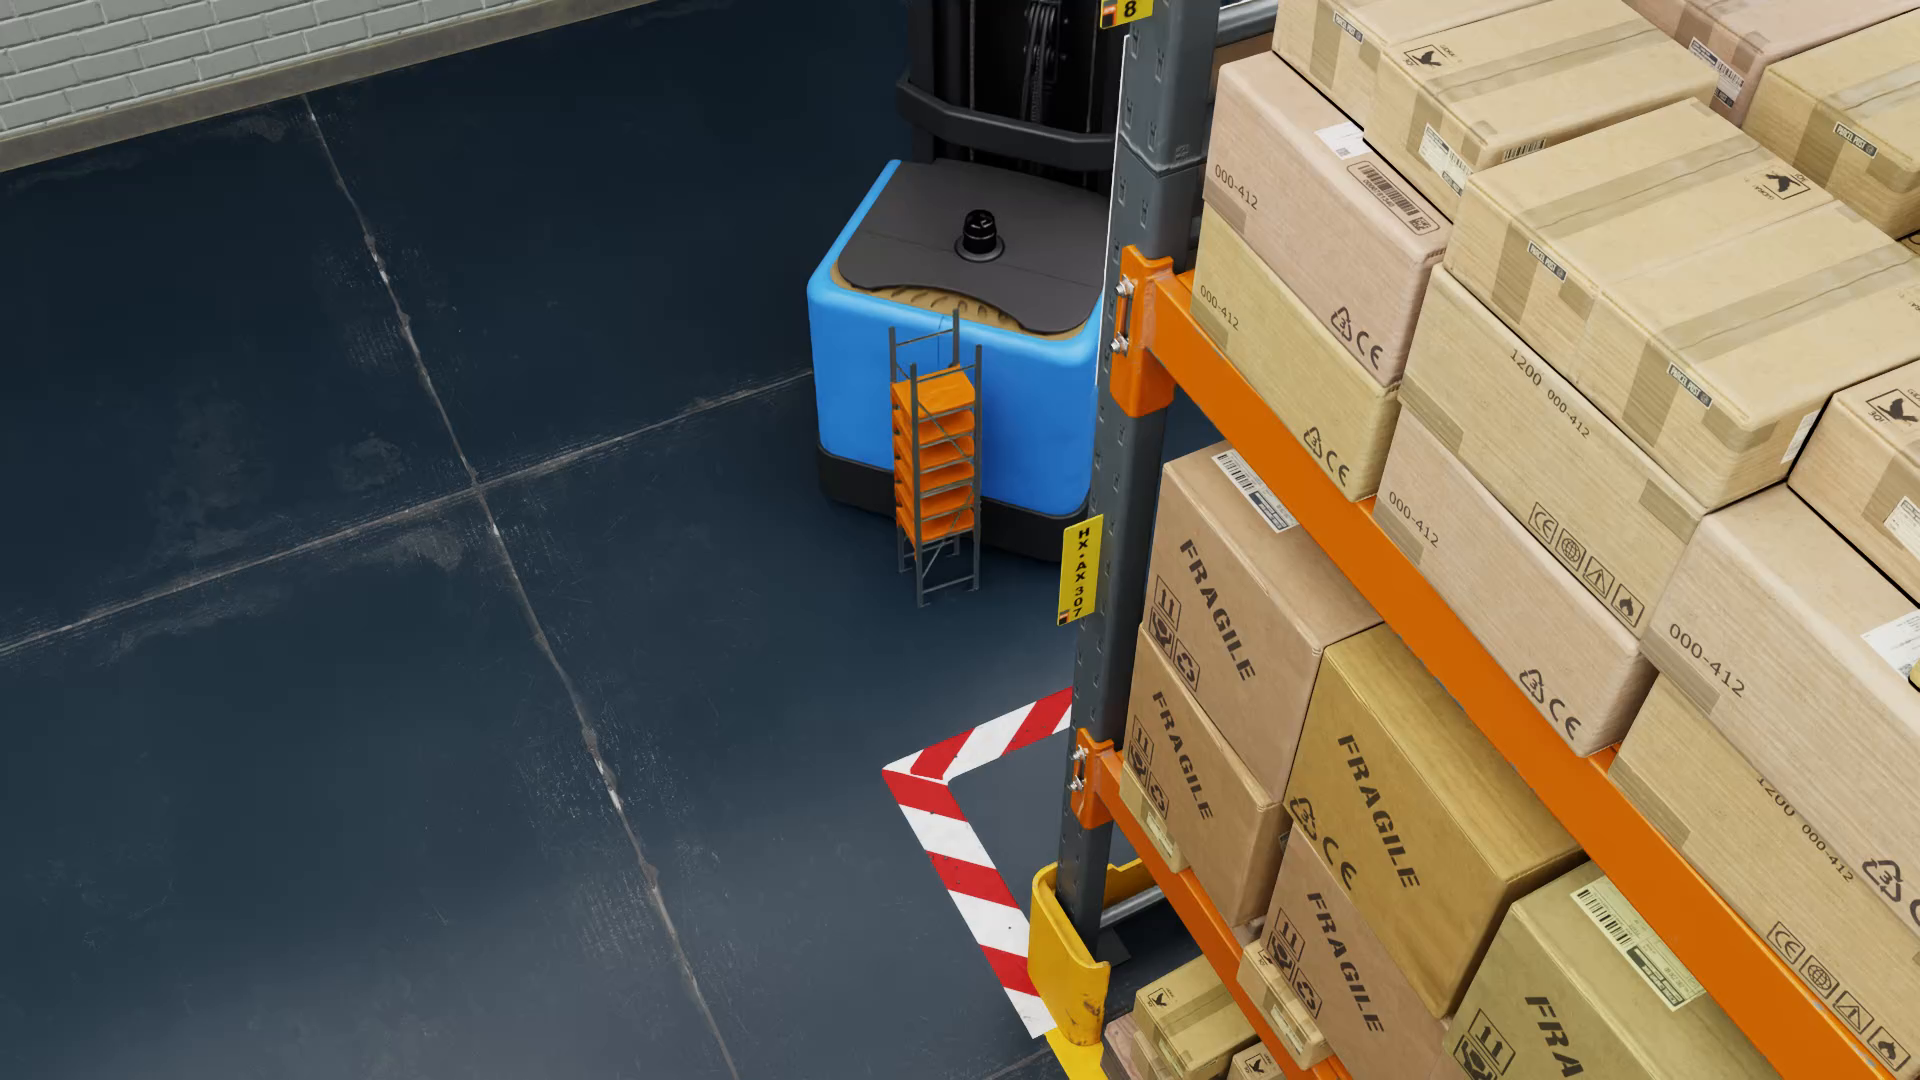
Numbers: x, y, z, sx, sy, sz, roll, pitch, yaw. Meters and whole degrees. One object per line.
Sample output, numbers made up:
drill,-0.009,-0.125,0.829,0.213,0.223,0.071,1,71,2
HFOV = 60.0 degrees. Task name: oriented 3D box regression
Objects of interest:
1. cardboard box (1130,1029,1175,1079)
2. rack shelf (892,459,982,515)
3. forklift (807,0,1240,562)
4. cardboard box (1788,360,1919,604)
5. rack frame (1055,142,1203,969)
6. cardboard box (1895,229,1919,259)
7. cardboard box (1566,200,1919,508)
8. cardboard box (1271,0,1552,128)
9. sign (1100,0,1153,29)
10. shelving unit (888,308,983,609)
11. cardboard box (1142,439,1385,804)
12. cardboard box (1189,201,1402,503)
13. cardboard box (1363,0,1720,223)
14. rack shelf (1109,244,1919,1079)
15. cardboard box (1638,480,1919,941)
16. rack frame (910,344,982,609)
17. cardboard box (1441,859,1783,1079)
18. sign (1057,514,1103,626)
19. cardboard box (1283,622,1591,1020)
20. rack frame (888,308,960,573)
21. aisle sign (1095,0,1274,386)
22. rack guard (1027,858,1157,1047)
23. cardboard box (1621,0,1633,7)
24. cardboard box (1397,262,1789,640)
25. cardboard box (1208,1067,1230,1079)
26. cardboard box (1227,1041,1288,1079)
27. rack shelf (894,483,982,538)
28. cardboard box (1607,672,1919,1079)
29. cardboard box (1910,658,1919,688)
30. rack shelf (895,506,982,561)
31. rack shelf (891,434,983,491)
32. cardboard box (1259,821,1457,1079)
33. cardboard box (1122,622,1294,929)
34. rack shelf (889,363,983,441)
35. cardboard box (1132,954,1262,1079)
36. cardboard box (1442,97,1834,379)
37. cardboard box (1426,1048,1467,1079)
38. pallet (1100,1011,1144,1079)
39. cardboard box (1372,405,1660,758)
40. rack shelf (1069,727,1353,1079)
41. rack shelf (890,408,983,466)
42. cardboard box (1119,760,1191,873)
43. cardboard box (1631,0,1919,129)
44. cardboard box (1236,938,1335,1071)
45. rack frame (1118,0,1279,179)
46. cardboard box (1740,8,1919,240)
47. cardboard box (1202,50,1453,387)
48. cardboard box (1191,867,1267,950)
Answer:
cardboard box,0.701,1.427,4.624,0.380,0.149,0.250,-20,52,-17
rack shelf,-0.078,-0.216,5.701,0.258,0.103,0.180,-18,51,-15
forklift,0.464,-2.018,6.068,1.130,2.935,3.031,16,51,14
cardboard box,1.174,-0.090,1.846,0.380,0.149,0.250,-20,52,-17
rack frame,0.746,0.166,4.112,1.000,3.000,0.127,-21,52,-18
cardboard box,1.418,-0.374,2.359,0.500,0.250,0.500,-22,53,-18
cardboard box,0.963,-0.226,1.965,0.380,0.149,0.250,-21,52,-17
cardboard box,0.692,-0.773,2.443,0.380,0.149,0.250,-22,52,-18
sign,0.264,-0.922,2.490,0.100,0.325,0.005,-21,52,-18
shelving unit,-0.078,-0.245,5.667,0.258,1.200,0.189,-18,51,-15
cardboard box,0.716,0.098,3.243,0.500,0.500,0.500,-21,52,-18
cardboard box,0.724,-0.384,2.699,0.500,0.250,0.500,-19,52,-16
cardboard box,0.793,-0.596,2.288,0.380,0.149,0.250,-19,52,-16
rack shelf,1.661,0.754,2.083,1.077,0.370,4.000,-21,52,-18
cardboard box,1.176,0.138,1.911,0.500,0.250,0.500,-21,52,-17
rack frame,-0.043,-0.182,5.612,0.240,1.200,0.006,-18,51,-15
cardboard box,1.170,0.789,2.638,0.500,0.500,0.500,-22,52,-18
sign,0.264,0.068,3.623,0.100,0.325,0.005,-21,52,-18
cardboard box,0.952,0.434,2.950,0.500,0.500,0.500,-20,52,-16
rack frame,-0.113,-0.309,5.723,0.240,1.200,0.006,-18,51,-15
aisle sign,0.446,-0.635,3.086,0.394,0.787,0.004,-21,52,-18
rack guard,0.781,1.040,5.008,1.175,0.500,0.348,-21,52,-18
cardboard box,1.160,-0.947,2.595,0.380,0.149,0.250,-22,52,-18
cardboard box,0.956,-0.204,2.211,0.500,0.250,0.500,-22,52,-18
cardboard box,0.758,1.308,4.531,0.380,0.149,0.250,-19,52,-16
cardboard box,0.917,1.381,4.269,0.380,0.149,0.250,-20,52,-17
rack shelf,-0.078,-0.137,5.791,0.258,0.103,0.180,-18,51,-15
cardboard box,1.209,0.311,2.092,0.500,0.250,0.500,-23,53,-19
cardboard box,1.211,0.119,1.663,0.380,0.149,0.250,-20,52,-16
rack shelf,-0.078,-0.058,5.881,0.258,0.103,0.180,-18,51,-15
rack shelf,-0.078,-0.295,5.610,0.258,0.103,0.180,-18,51,-15
cardboard box,0.974,0.780,3.311,0.500,0.500,0.500,-21,52,-17
cardboard box,0.706,0.431,3.616,0.500,0.500,0.500,-19,51,-16
rack shelf,-0.078,-0.453,5.430,0.258,0.103,0.180,-18,51,-15
cardboard box,0.684,1.238,4.394,0.380,0.149,0.250,-23,53,-19
cardboard box,0.852,-0.389,2.107,0.380,0.149,0.250,-21,52,-18
cardboard box,1.187,1.113,3.020,0.500,0.500,0.500,-21,52,-17
pallet,1.121,1.691,4.631,1.003,0.211,1.213,-21,52,-18
cardboard box,0.962,-0.030,2.390,0.500,0.250,0.500,-20,52,-16
rack shelf,1.661,1.742,3.212,1.077,0.370,4.000,-21,52,-18
rack shelf,-0.078,-0.374,5.520,0.258,0.103,0.180,-18,51,-15
cardboard box,0.603,0.579,3.918,0.380,0.149,0.250,-22,52,-18
cardboard box,1.204,-0.755,2.428,0.380,0.149,0.250,-20,52,-17
cardboard box,0.832,0.933,3.608,0.380,0.149,0.250,-23,53,-19
rack frame,0.746,-1.809,1.854,1.000,3.000,0.127,-21,52,-18
cardboard box,1.304,-0.576,2.271,0.380,0.149,0.250,-23,53,-19
cardboard box,0.721,-0.547,2.510,0.500,0.250,0.500,-20,52,-17
cardboard box,0.756,0.735,3.782,0.380,0.149,0.250,-19,52,-16
